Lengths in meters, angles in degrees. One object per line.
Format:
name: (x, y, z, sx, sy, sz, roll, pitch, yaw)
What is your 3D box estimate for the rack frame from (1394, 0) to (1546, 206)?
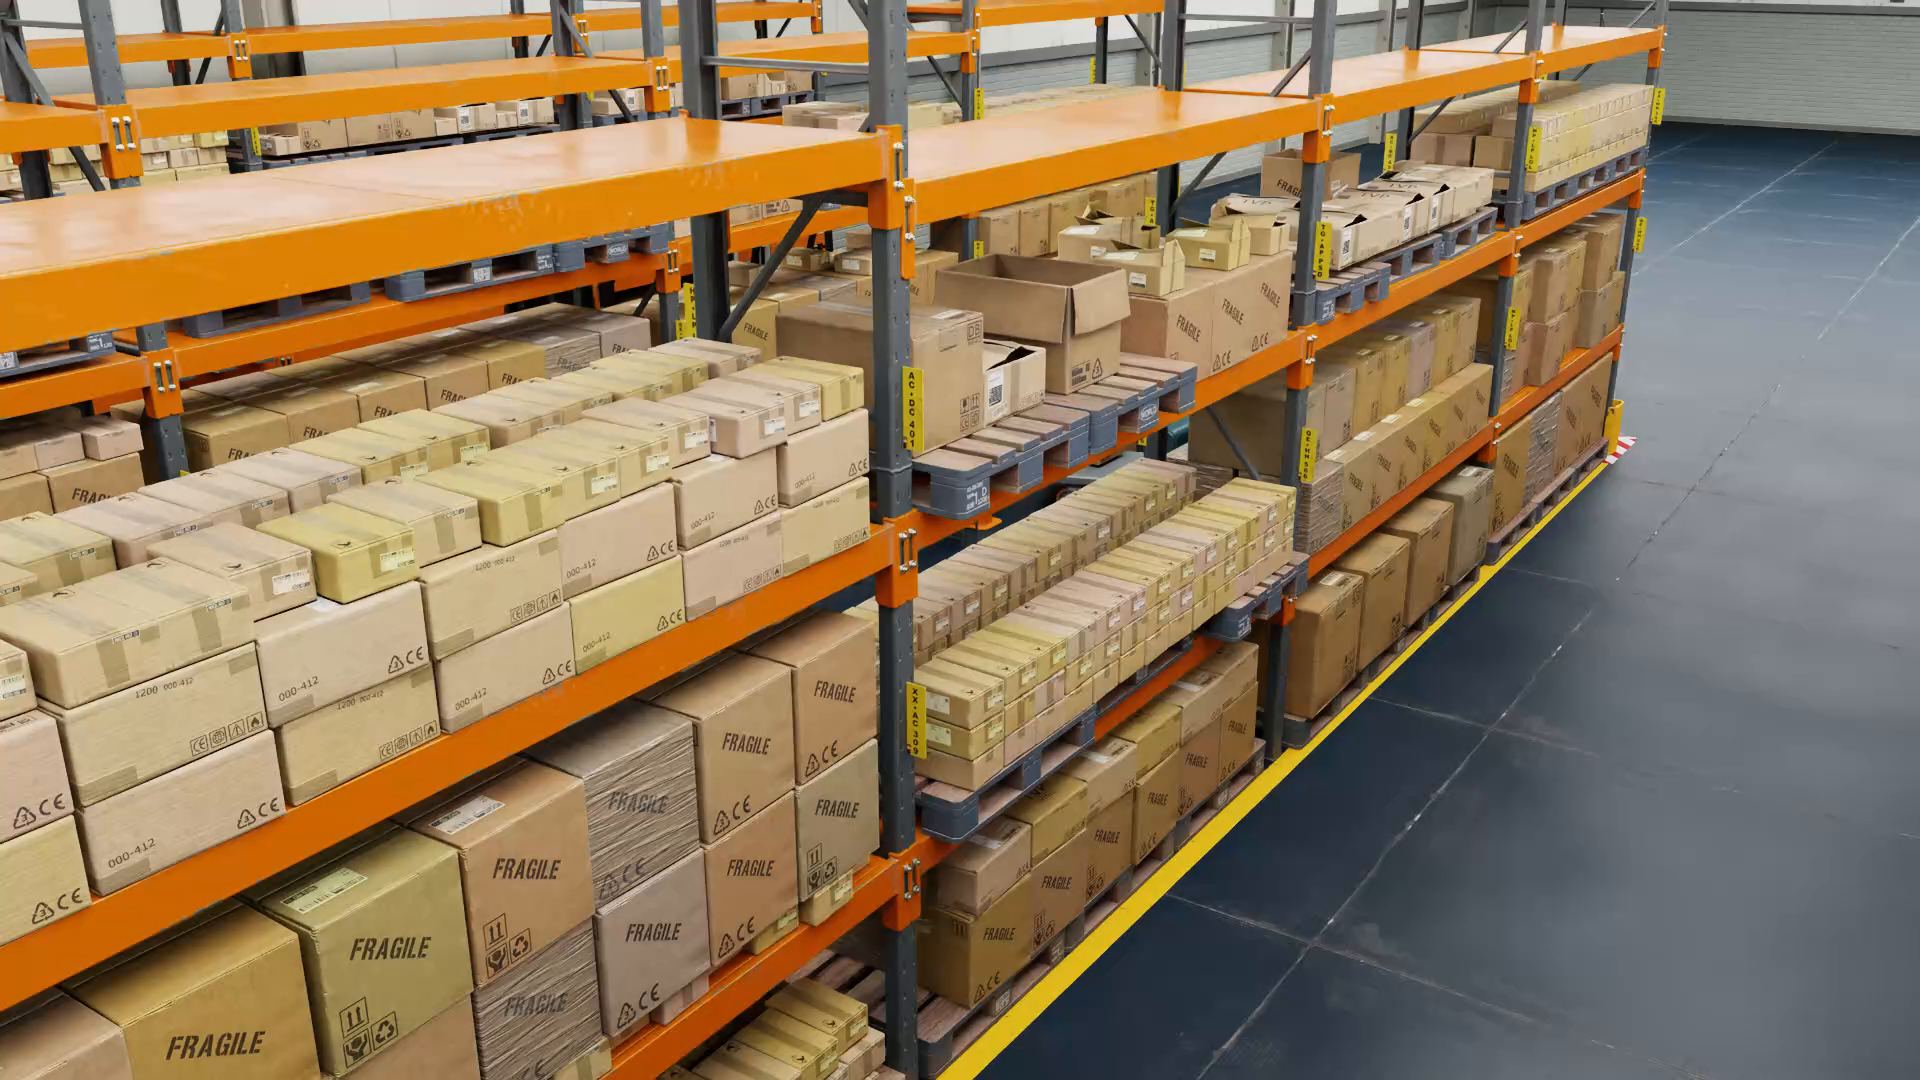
rack frame: (3.862, -4.064, 12.429, 1.000, 3.000, 0.127, 13, 24, 32)

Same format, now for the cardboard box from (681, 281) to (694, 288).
cardboard box: (-3.298, -2.898, 19.839, 0.500, 0.250, 0.500, 14, 25, 34)

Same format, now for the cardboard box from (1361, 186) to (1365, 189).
cardboard box: (2.635, -2.343, 11.543, 0.396, 0.266, 0.258, 13, 24, 32)

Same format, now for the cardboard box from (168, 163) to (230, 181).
cardboard box: (-6.732, -3.148, 14.492, 0.500, 0.250, 0.500, 12, 24, 30)

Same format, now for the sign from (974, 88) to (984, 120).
sign: (0.172, -3.914, 15.033, 0.100, 0.325, 0.005, 13, 24, 32)

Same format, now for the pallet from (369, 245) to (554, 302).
pallet: (-3.481, -1.841, 11.014, 1.003, 0.211, 1.213, 15, 25, 34)

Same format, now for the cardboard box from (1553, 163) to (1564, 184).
cardboard box: (4.633, -2.968, 13.401, 0.380, 0.149, 0.250, 13, 24, 32)

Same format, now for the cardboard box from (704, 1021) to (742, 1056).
cardboard box: (-1.172, 2.177, 7.278, 0.380, 0.149, 0.250, 13, 24, 32)

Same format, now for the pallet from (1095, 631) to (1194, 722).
pallet: (0.535, 0.563, 8.843, 1.003, 0.211, 1.213, 13, 24, 32)

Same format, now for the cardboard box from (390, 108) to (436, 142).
cardboard box: (-5.464, -4.156, 16.108, 0.500, 0.500, 0.500, 14, 24, 33)

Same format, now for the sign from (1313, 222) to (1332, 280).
sign: (2.061, -1.646, 9.469, 0.100, 0.325, 0.005, 13, 24, 32)

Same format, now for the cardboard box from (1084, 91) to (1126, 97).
cardboard box: (1.524, -4.637, 17.514, 0.380, 0.149, 0.250, 13, 24, 32)

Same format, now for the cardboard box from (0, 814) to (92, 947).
cardboard box: (-2.420, 0.777, 3.881, 0.500, 0.250, 0.500, 14, 25, 34)

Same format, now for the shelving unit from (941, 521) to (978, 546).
shelving unit: (-0.005, -0.420, 14.250, 0.258, 0.900, 0.210, 13, 24, 32)

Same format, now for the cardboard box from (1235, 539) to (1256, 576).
cardboard box: (1.418, 0.062, 9.250, 0.380, 0.149, 0.250, 14, 24, 33)

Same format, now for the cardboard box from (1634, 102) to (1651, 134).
cardboard box: (6.067, -3.923, 15.409, 0.500, 0.250, 0.500, 14, 24, 33)

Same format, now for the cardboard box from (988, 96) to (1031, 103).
cardboard box: (0.502, -4.447, 17.000, 0.380, 0.149, 0.250, 14, 24, 33)

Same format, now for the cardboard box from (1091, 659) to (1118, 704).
cardboard box: (0.546, 0.646, 8.100, 0.380, 0.149, 0.250, 12, 23, 29)

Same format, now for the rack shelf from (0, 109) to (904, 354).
rack shelf: (-1.759, -0.856, 4.798, 1.077, 0.370, 4.000, 13, 24, 32)

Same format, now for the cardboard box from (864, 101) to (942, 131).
cardboard box: (-0.509, -3.764, 14.830, 0.500, 0.250, 0.500, 14, 24, 33)

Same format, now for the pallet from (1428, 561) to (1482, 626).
pallet: (3.491, 0.293, 13.315, 1.003, 0.211, 1.213, 13, 24, 32)

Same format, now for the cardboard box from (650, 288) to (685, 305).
cardboard box: (-2.230, -1.758, 13.663, 0.500, 0.500, 0.500, 13, 24, 31)

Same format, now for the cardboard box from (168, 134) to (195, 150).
cardboard box: (-6.828, -3.458, 14.327, 0.380, 0.149, 0.250, 12, 24, 30)

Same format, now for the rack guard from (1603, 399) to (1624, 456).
rack guard: (6.124, -1.233, 17.025, 1.175, 0.500, 0.348, 13, 24, 32)

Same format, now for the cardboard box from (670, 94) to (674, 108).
cardboard box: (-3.460, -4.977, 18.832, 0.380, 0.149, 0.250, 14, 25, 33)

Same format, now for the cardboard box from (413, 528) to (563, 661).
cardboard box: (-1.552, 0.108, 4.968, 0.500, 0.250, 0.500, 12, 24, 30)

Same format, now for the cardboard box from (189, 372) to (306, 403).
cardboard box: (-4.458, -0.735, 10.489, 0.500, 0.500, 0.500, 14, 24, 33)

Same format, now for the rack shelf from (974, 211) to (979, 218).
rack shelf: (0.836, -3.830, 17.157, 1.077, 0.370, 4.000, 13, 24, 32)

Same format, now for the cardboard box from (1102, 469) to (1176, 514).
cardboard box: (1.045, -0.289, 9.768, 0.380, 0.149, 0.250, 13, 24, 30)

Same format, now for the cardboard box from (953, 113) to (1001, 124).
cardboard box: (0.158, -3.877, 15.458, 0.380, 0.149, 0.250, 13, 24, 31)

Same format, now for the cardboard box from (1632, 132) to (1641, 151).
cardboard box: (6.062, -3.698, 15.374, 0.380, 0.149, 0.250, 14, 24, 32)

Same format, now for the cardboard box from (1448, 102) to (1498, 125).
cardboard box: (4.229, -3.541, 13.800, 0.380, 0.149, 0.250, 14, 24, 33)

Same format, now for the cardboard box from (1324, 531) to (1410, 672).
cardboard box: (2.519, 0.347, 11.789, 1.050, 0.750, 0.750, 14, 24, 33)

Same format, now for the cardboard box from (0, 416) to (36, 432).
cardboard box: (-5.309, -0.595, 9.177, 0.380, 0.149, 0.250, 14, 24, 33)

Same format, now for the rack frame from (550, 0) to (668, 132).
rack frame: (-2.537, -3.853, 11.858, 1.000, 3.000, 0.127, 13, 24, 32)

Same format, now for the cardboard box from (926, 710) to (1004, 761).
cardboard box: (-0.033, 0.803, 7.247, 0.380, 0.149, 0.250, 14, 24, 33)

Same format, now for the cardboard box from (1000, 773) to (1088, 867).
cardboard box: (0.296, 1.355, 8.343, 0.500, 0.250, 0.500, 14, 25, 33)

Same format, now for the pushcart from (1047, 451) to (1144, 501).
pushcart: (1.625, -0.527, 15.293, 1.648, 0.377, 0.936, 5, 21, 13)

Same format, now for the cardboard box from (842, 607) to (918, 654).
cardboard box: (-0.421, 0.456, 7.755, 0.380, 0.149, 0.250, 12, 24, 30)

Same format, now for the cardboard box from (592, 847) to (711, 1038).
cardboard box: (-1.247, 1.343, 5.884, 0.500, 0.500, 0.500, 13, 24, 32)

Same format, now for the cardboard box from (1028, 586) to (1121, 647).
cardboard box: (0.550, 0.364, 8.003, 0.380, 0.149, 0.250, 13, 24, 31)

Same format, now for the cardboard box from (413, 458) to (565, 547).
cardboard box: (-1.416, -0.117, 5.003, 0.380, 0.149, 0.250, 13, 24, 31)

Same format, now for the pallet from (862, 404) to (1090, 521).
pallet: (-0.200, -0.430, 7.199, 1.213, 0.211, 1.003, 13, 24, 32)

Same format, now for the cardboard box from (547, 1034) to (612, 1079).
cardboard box: (-1.421, 1.753, 5.712, 0.380, 0.149, 0.250, 14, 24, 33)

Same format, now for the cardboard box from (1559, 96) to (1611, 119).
cardboard box: (5.345, -3.705, 14.244, 0.380, 0.149, 0.250, 13, 24, 32)

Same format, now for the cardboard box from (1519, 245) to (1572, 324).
cardboard box: (4.728, -2.235, 14.359, 0.875, 0.550, 0.550, 13, 24, 32)

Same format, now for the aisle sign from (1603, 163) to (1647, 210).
aisle sign: (6.399, -3.579, 16.018, 0.394, 0.787, 0.004, 13, 24, 32)

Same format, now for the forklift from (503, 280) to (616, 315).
forklift: (-3.082, -1.580, 14.458, 3.031, 2.935, 1.130, -19, 27, -41)

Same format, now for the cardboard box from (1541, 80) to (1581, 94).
cardboard box: (5.660, -4.272, 15.776, 0.380, 0.149, 0.250, 14, 24, 32)

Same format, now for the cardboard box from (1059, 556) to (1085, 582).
cardboard box: (0.453, 0.148, 9.017, 0.380, 0.149, 0.250, 13, 24, 31)

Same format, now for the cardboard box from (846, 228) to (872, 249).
cardboard box: (-0.846, -2.809, 15.568, 0.380, 0.149, 0.250, 13, 24, 32)

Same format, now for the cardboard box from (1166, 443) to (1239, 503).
cardboard box: (1.645, -0.331, 10.841, 0.500, 0.500, 0.500, 13, 24, 32)

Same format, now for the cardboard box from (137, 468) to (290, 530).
cardboard box: (-2.194, -0.080, 4.901, 0.380, 0.149, 0.250, 14, 24, 33)

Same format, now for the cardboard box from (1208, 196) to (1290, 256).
cardboard box: (1.601, -1.749, 9.246, 0.396, 0.266, 0.258, 13, 24, 32)
